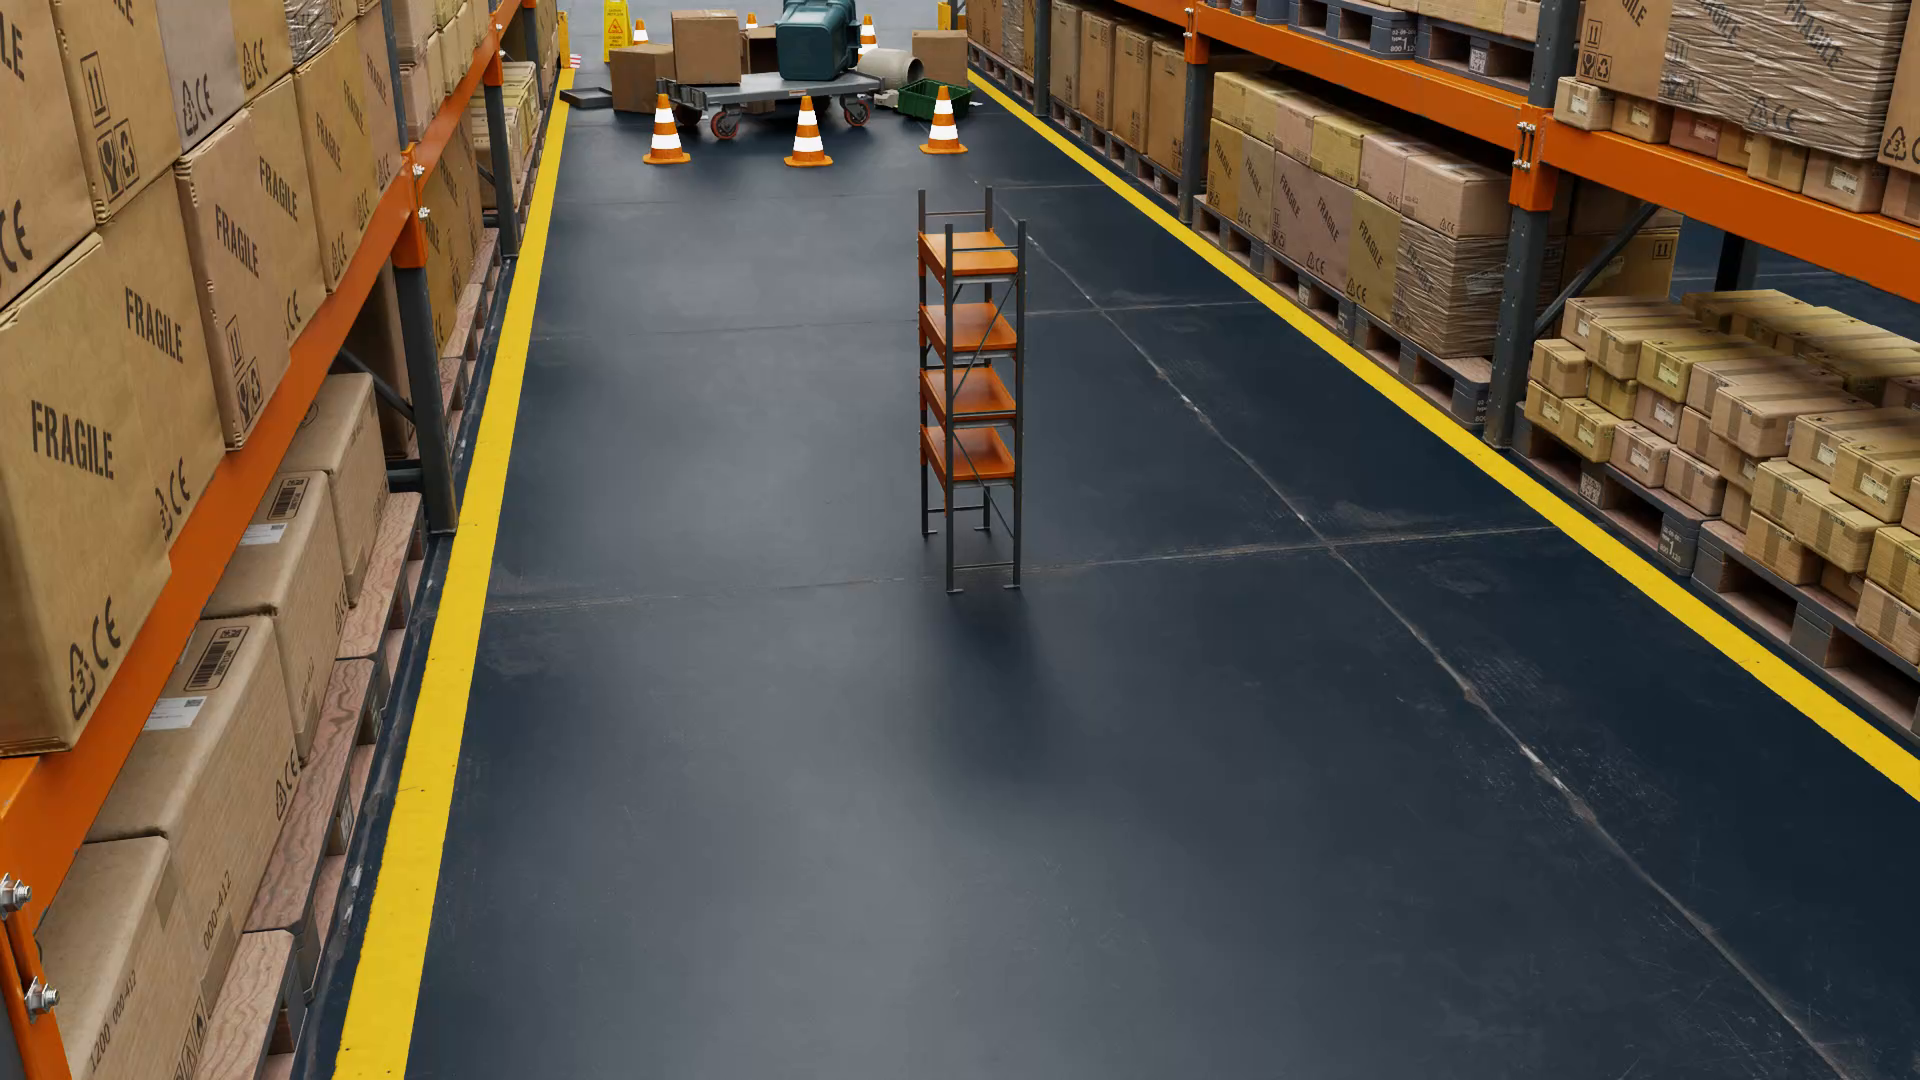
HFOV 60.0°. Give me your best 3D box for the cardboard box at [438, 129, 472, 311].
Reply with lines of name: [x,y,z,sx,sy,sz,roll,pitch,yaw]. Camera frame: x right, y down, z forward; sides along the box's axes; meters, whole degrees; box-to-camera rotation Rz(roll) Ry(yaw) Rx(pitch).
cardboard box: [-2.788,-1.540,7.658,0.875,0.875,0.875,-4,24,-9]

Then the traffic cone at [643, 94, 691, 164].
traffic cone: [-2.130,-2.977,11.988,0.336,0.463,0.334,-4,24,-10]

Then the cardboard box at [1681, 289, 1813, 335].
cardboard box: [2.912,-0.821,6.176,0.380,0.149,0.250,-4,24,-8]

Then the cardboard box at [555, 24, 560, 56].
cardboard box: [-4.056,-4.722,15.724,0.500,0.250,0.500,-4,24,-10]

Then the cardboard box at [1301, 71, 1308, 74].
cardboard box: [2.235,-2.497,9.382,0.500,0.250,0.500,-5,24,-11]

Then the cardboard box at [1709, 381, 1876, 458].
cardboard box: [2.576,-0.375,5.155,0.380,0.149,0.250,-4,24,-9]

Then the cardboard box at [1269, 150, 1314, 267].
cardboard box: [1.927,-1.707,8.509,0.500,0.500,0.500,-5,24,-11]

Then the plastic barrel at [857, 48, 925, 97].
plastic barrel: [-0.606,-4.082,14.567,0.512,0.421,0.421,13,27,27]

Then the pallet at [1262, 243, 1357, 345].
pallet: [2.216,-1.292,8.445,1.003,0.211,1.213,-4,24,-10]

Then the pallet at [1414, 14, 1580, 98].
pallet: [2.592,-2.006,6.836,1.003,0.211,1.213,-4,24,-10]

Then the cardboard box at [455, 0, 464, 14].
cardboard box: [-2.347,-2.333,6.908,0.500,0.250,0.500,-5,24,-11]

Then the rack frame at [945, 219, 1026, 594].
rack frame: [0.076,-0.389,5.141,0.240,1.200,0.015,-4,24,-10]

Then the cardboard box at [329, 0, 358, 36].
cardboard box: [-1.811,-1.516,4.098,0.500,0.500,0.500,-5,24,-11]

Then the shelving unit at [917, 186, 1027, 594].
shelving unit: [0.031,-0.485,5.361,0.258,1.200,0.503,-4,24,-10]

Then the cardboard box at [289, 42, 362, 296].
cardboard box: [-1.711,-0.861,3.848,0.500,0.500,0.500,-5,24,-11]

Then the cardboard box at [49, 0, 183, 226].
cardboard box: [-1.427,-0.720,2.277,0.500,0.500,0.500,-5,24,-11]

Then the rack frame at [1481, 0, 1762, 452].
rack frame: [2.590,-1.783,6.085,1.000,3.000,0.127,-4,24,-10]

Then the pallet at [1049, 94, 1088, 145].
pallet: [1.328,-3.354,13.165,1.003,0.211,1.213,-4,24,-10]

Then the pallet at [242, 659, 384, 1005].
pallet: [-1.963,0.687,3.914,1.003,0.211,1.213,-4,24,-10]

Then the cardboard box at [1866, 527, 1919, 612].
cardboard box: [2.716,0.072,4.502,0.380,0.149,0.250,-3,24,-7]

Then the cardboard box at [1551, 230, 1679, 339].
cardboard box: [2.714,-1.140,7.211,0.500,0.500,0.500,-3,24,-8]

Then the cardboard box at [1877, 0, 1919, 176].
cardboard box: [2.718,-1.148,4.134,0.500,0.500,0.500,-3,24,-7]

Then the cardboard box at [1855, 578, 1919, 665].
cardboard box: [2.718,0.208,4.563,0.380,0.149,0.250,-4,24,-9]

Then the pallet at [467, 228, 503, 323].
pallet: [-2.924,-1.357,8.593,1.003,0.211,1.213,-4,24,-10]

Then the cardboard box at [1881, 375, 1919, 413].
cardboard box: [3.163,-0.418,5.254,0.380,0.149,0.250,-5,24,-12]

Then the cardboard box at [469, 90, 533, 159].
cardboard box: [-3.369,-2.750,11.057,0.950,0.372,0.625,-4,24,-8]

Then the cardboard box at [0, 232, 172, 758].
cardboard box: [-1.323,-0.059,2.013,0.500,0.500,0.500,-4,24,-10]

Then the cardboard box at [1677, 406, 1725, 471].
cardboard box: [2.605,-0.347,5.461,0.380,0.149,0.250,-6,24,-12]

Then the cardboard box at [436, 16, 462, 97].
cardboard box: [-2.254,-1.907,6.556,0.500,0.250,0.500,-4,24,-10]

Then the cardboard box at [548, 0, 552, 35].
cardboard box: [-3.884,-4.673,14.676,0.500,0.500,0.500,-5,24,-11]

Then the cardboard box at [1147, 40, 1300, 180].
cardboard box: [1.826,-2.764,10.617,1.050,0.750,0.750,-5,24,-10]

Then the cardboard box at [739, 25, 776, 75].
cardboard box: [-1.662,-4.449,15.309,0.637,0.503,0.797,18,29,36]

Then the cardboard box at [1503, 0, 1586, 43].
cardboard box: [2.322,-2.002,6.375,0.380,0.149,0.250,-5,24,-11]

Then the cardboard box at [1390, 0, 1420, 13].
cardboard box: [2.126,-2.410,7.309,0.380,0.149,0.250,-5,24,-12]

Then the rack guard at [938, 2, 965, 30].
rack guard: [0.367,-5.367,17.414,1.175,0.500,0.348,-4,24,-10]

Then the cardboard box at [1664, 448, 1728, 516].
cardboard box: [2.584,-0.207,5.514,0.380,0.149,0.250,-5,24,-11]

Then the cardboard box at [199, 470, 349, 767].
cardboard box: [-2.079,0.212,4.194,0.875,0.438,0.875,-5,24,-11]

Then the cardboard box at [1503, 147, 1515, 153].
cardboard box: [2.612,-1.693,7.540,0.500,0.250,0.500,-4,24,-8]

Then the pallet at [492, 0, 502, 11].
pallet: [-3.232,-3.135,9.419,1.213,0.211,1.003,-4,24,-10]

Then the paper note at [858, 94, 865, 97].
paper note: [-0.939,-3.964,14.798,0.172,0.023,0.155,4,24,9]

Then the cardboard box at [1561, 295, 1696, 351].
cardboard box: [2.450,-0.791,6.107,0.380,0.149,0.250,-3,24,-8]

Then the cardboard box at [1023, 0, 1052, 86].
cardboard box: [1.063,-4.401,14.209,0.875,0.875,0.875,-4,24,-9]

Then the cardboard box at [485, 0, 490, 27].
cardboard box: [-2.647,-2.702,8.376,0.500,0.250,0.500,-5,24,-12]

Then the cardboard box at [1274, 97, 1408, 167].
cardboard box: [1.913,-2.063,8.387,0.500,0.250,0.500,-4,24,-9]

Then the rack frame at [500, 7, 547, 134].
rack frame: [-3.735,-4.524,12.360,1.000,3.000,0.127,-4,24,-10]

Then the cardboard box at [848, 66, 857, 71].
cardboard box: [-1.017,-4.217,15.073,0.396,0.266,0.258,0,24,-1]

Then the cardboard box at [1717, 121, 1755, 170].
cardboard box: [2.587,-1.228,5.127,0.380,0.149,0.250,-5,24,-12]

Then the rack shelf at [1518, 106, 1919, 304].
rack shelf: [2.960,-0.667,4.427,1.077,0.370,4.000,-4,24,-10]

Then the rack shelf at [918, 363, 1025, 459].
rack shelf: [0.031,-0.423,5.388,0.258,0.148,0.480,-4,24,-10]

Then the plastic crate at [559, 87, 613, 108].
plastic crate: [-3.219,-3.864,14.497,0.402,0.080,0.583,-13,27,-28]

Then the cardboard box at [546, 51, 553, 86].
cardboard box: [-3.689,-3.917,13.882,0.500,0.250,0.500,-3,24,-7]
